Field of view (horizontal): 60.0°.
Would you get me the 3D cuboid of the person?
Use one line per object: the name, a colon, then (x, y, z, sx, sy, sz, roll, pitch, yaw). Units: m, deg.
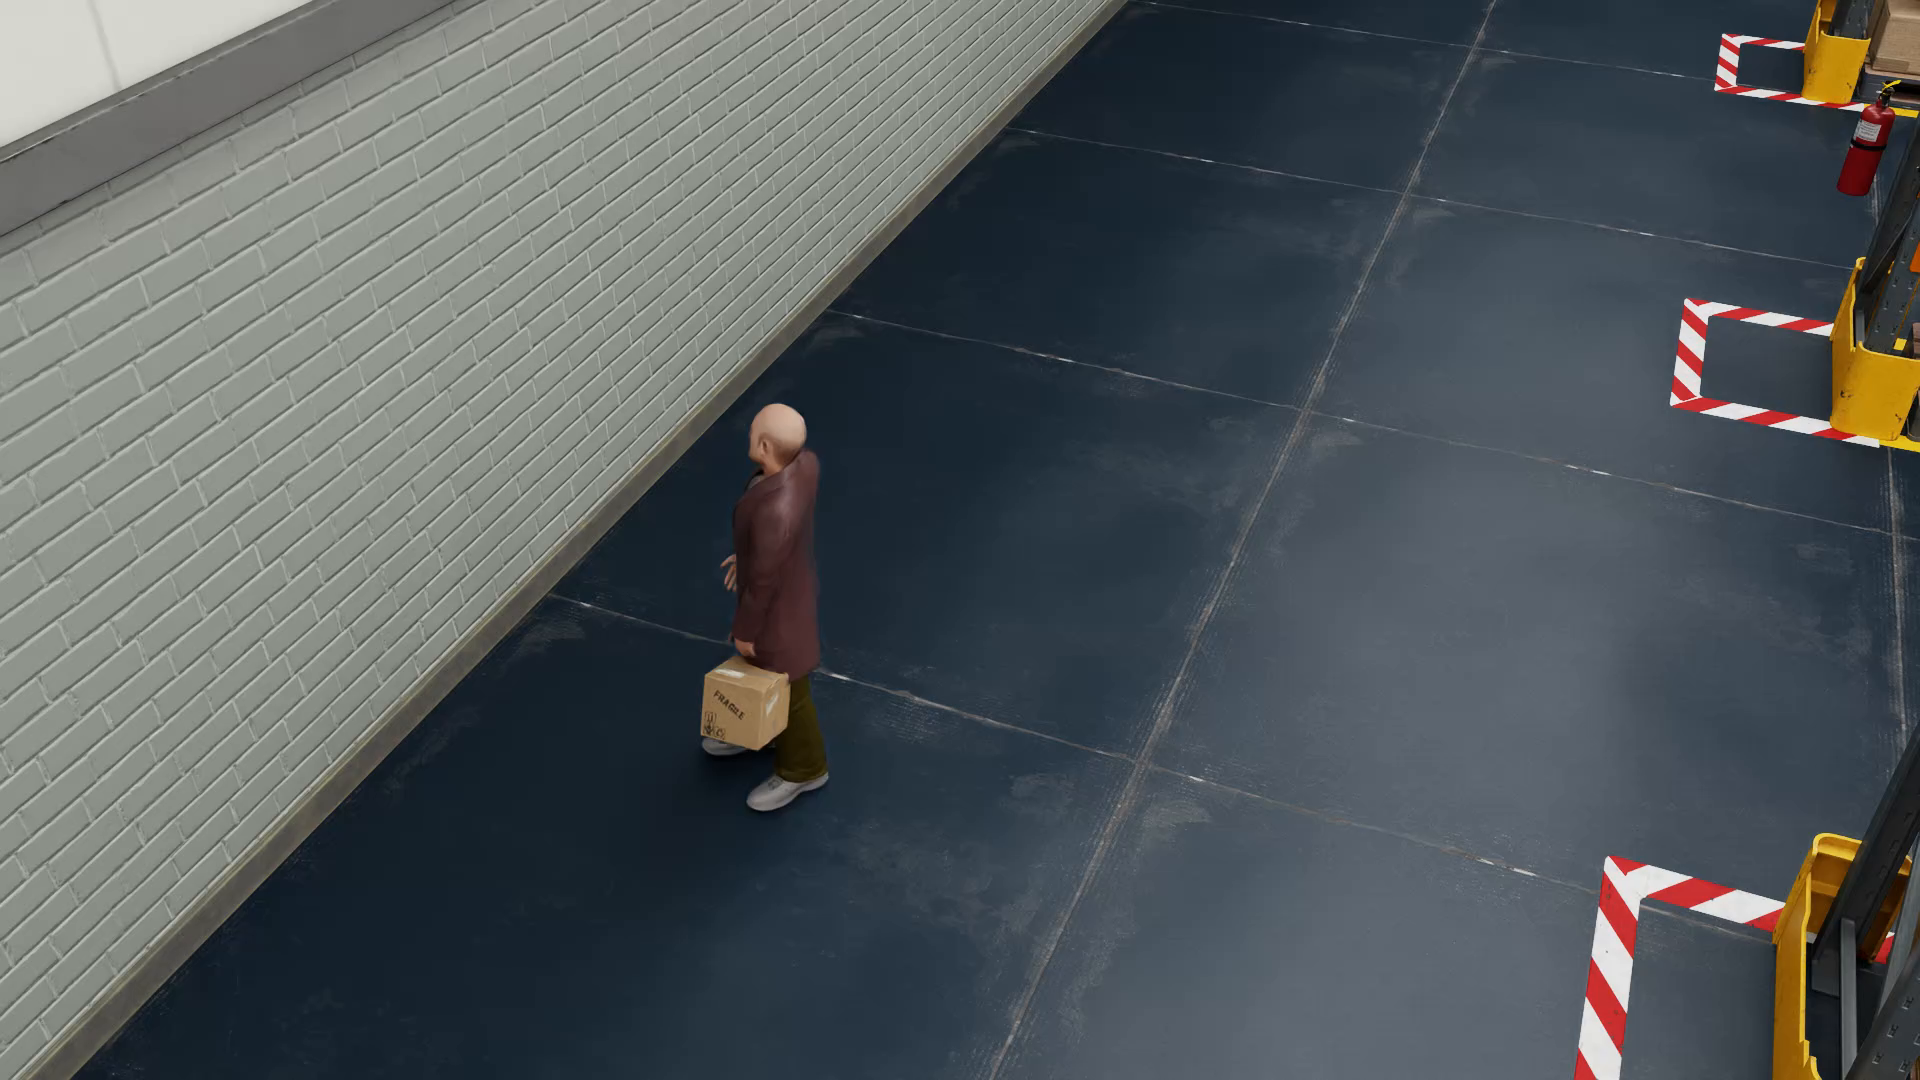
person: (-0.808, 0.349, 6.517, 0.570, 1.567, 0.578, 1, 37, 1)
